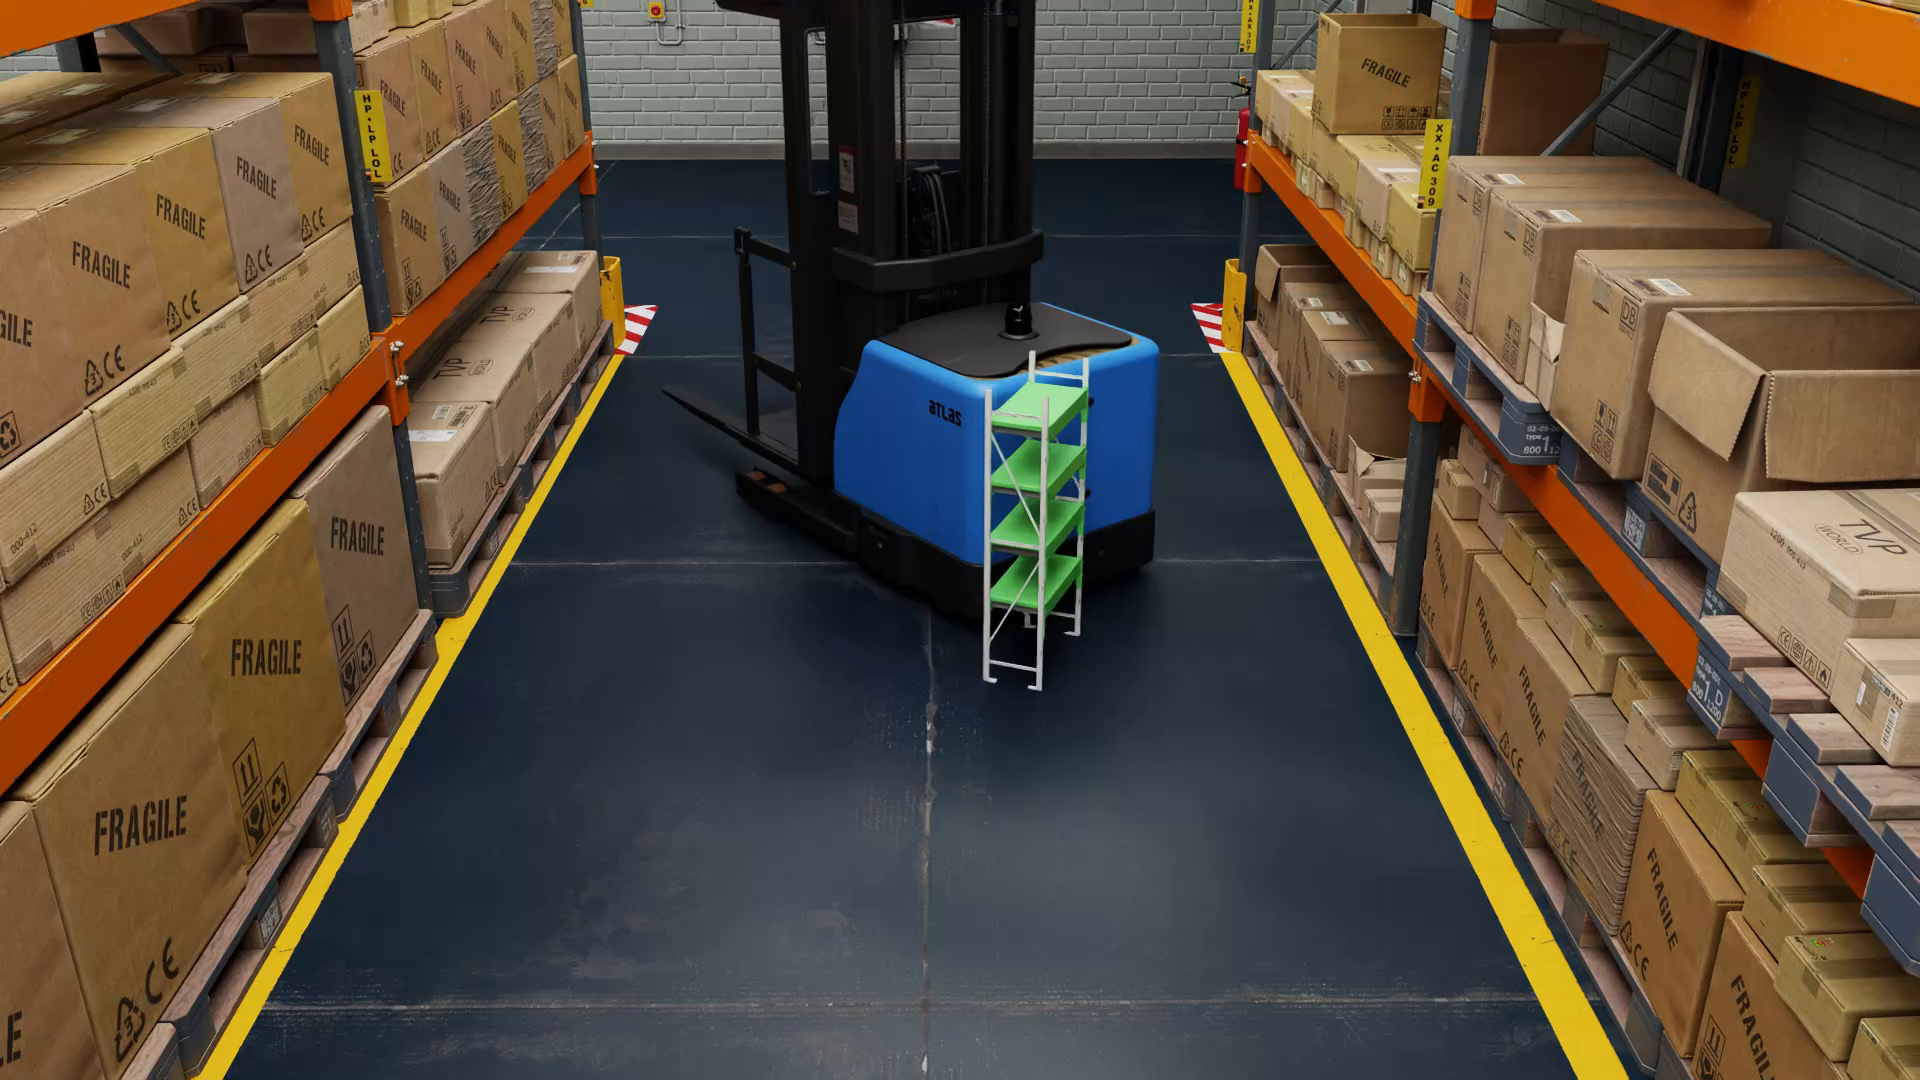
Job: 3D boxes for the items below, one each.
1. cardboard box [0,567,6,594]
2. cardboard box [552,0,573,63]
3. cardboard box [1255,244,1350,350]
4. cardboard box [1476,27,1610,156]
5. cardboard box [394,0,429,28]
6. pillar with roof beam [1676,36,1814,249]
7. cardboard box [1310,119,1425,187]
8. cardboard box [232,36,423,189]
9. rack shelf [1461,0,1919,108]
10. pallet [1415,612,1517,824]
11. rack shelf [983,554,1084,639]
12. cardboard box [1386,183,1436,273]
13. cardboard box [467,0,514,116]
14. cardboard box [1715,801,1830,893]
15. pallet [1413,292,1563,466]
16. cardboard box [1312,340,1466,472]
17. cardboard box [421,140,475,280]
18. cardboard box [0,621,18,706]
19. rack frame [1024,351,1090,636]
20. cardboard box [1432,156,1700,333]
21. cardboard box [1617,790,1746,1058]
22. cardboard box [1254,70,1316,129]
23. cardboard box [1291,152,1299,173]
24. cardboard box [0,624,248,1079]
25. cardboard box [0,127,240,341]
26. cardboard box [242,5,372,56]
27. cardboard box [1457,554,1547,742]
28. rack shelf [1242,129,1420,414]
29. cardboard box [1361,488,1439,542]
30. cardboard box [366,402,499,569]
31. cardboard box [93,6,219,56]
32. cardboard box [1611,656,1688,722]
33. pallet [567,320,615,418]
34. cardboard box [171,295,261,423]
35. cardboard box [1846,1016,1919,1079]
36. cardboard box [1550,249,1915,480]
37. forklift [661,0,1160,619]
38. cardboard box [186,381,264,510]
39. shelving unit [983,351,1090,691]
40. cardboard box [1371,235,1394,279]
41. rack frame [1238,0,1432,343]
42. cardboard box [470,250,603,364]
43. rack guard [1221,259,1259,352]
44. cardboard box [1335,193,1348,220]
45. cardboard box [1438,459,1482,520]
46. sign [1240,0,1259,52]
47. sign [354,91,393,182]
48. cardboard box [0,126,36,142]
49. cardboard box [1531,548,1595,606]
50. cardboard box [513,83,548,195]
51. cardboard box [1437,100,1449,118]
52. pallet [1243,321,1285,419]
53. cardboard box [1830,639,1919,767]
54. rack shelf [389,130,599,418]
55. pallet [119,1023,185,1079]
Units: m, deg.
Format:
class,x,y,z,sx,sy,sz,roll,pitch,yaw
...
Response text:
class,x,y,z,sx,sy,sz,roll,pitch,yaw
cardboard box,-2.394,0.100,3.465,0.500,0.250,0.500,0,24,1
cardboard box,-2.475,-2.918,9.227,0.500,0.500,0.500,1,24,1
cardboard box,2.157,-1.440,9.813,0.797,0.503,0.637,-1,24,-3
cardboard box,2.539,-2.014,7.474,0.500,0.500,0.500,-1,24,-2
cardboard box,-2.424,-2.208,6.869,0.380,0.149,0.250,0,24,-1
pillar with roof beam,-1.122,-3.995,5.663,9.100,9.000,0.400,0,24,-1
cardboard box,2.022,-1.890,8.110,0.500,0.250,0.500,-1,24,-2
cardboard box,-2.438,-1.665,6.456,0.500,0.500,0.500,0,24,0
rack shelf,2.311,-1.205,4.007,1.077,0.370,4.000,0,24,-1
pallet,2.335,0.615,6.133,1.003,0.211,1.213,0,24,-1
rack shelf,0.295,0.201,6.586,0.258,0.148,0.480,9,26,19
cardboard box,2.039,-1.266,6.730,0.500,0.250,0.500,0,24,1
cardboard box,-2.434,-2.292,7.843,0.500,0.500,0.500,0,24,-1
cardboard box,2.124,0.778,4.127,0.380,0.149,0.250,0,24,1
pallet,2.188,-0.573,5.610,1.003,0.211,1.213,0,24,-1
cardboard box,2.139,-0.658,8.089,0.700,0.500,0.500,-1,24,-3
cardboard box,-2.419,-1.414,7.115,0.500,0.500,0.500,0,24,0
cardboard box,-2.408,0.336,3.549,0.500,0.250,0.500,-1,24,-2
rack frame,0.384,-0.169,6.668,0.240,1.200,0.015,9,26,19
cardboard box,2.070,-1.027,5.749,0.700,0.500,0.500,0,24,1
cardboard box,2.109,1.011,4.399,0.500,0.500,0.500,1,24,2
cardboard box,1.981,-2.517,9.497,0.500,0.250,0.500,0,24,0
cardboard box,2.002,-2.070,8.992,0.380,0.149,0.250,0,24,1
cardboard box,-2.561,0.806,4.396,0.875,0.875,0.875,0,24,0
cardboard box,-2.420,-0.862,4.682,0.500,0.500,0.500,0,24,1
cardboard box,-2.419,-1.894,6.176,0.380,0.149,0.250,-1,24,-1
cardboard box,2.085,0.377,5.800,0.500,0.500,0.500,-1,24,-1
rack shelf,2.267,-1.486,8.270,1.077,0.370,4.000,0,24,-1
cardboard box,1.989,-0.111,7.305,0.380,0.149,0.250,-1,24,-2
cardboard box,-2.574,-0.249,7.261,0.875,0.438,0.875,-1,24,-1
cardboard box,-2.996,-1.888,6.164,0.380,0.149,0.250,-1,24,-2
cardboard box,2.136,0.460,4.830,0.380,0.149,0.250,0,24,0
pallet,-2.631,-1.015,9.738,1.003,0.211,1.213,0,24,-1
cardboard box,-2.402,-0.526,4.848,0.500,0.250,0.500,0,24,1
cardboard box,2.074,1.108,3.397,0.380,0.149,0.250,-1,24,-3
cardboard box,2.085,-0.490,4.562,0.700,0.500,0.500,0,24,-1
forklift,-0.438,-1.553,7.627,1.130,2.935,3.031,-18,30,-34
cardboard box,-2.427,-0.296,4.947,0.500,0.250,0.500,-1,24,-2
shelving unit,0.295,-0.076,6.461,0.258,1.200,0.503,9,26,19
cardboard box,1.981,-1.220,7.113,0.380,0.149,0.250,0,24,1
rack frame,2.245,-2.638,9.944,1.000,3.000,0.127,0,24,-1
cardboard box,-2.611,-1.367,9.732,0.875,0.438,0.875,-1,24,-2
rack guard,2.246,-1.468,10.389,1.175,0.500,0.348,0,24,-1
cardboard box,2.034,-1.642,8.045,0.380,0.149,0.250,0,24,-1
cardboard box,2.027,-0.189,6.265,0.380,0.149,0.250,1,24,2
sign,1.703,-3.030,9.760,0.100,0.325,0.005,0,24,-1
sign,-2.132,-1.464,6.038,0.100,0.325,0.005,0,24,-1
cardboard box,-2.921,-0.869,4.696,0.500,0.500,0.500,-1,24,-2
cardboard box,2.138,0.143,5.530,0.380,0.149,0.250,-1,24,-1
cardboard box,-2.442,-2.044,8.507,0.500,0.500,0.500,0,24,1
cardboard box,2.521,-2.101,8.576,0.500,0.250,0.500,1,24,1
pallet,2.256,-1.008,9.723,1.003,0.211,1.213,0,24,-1
cardboard box,1.942,0.312,3.215,0.380,0.149,0.250,0,24,0
rack shelf,-2.696,-1.463,8.217,1.077,0.370,4.000,0,24,-1
pallet,-2.564,1.627,3.896,1.003,0.211,1.213,0,24,-1
